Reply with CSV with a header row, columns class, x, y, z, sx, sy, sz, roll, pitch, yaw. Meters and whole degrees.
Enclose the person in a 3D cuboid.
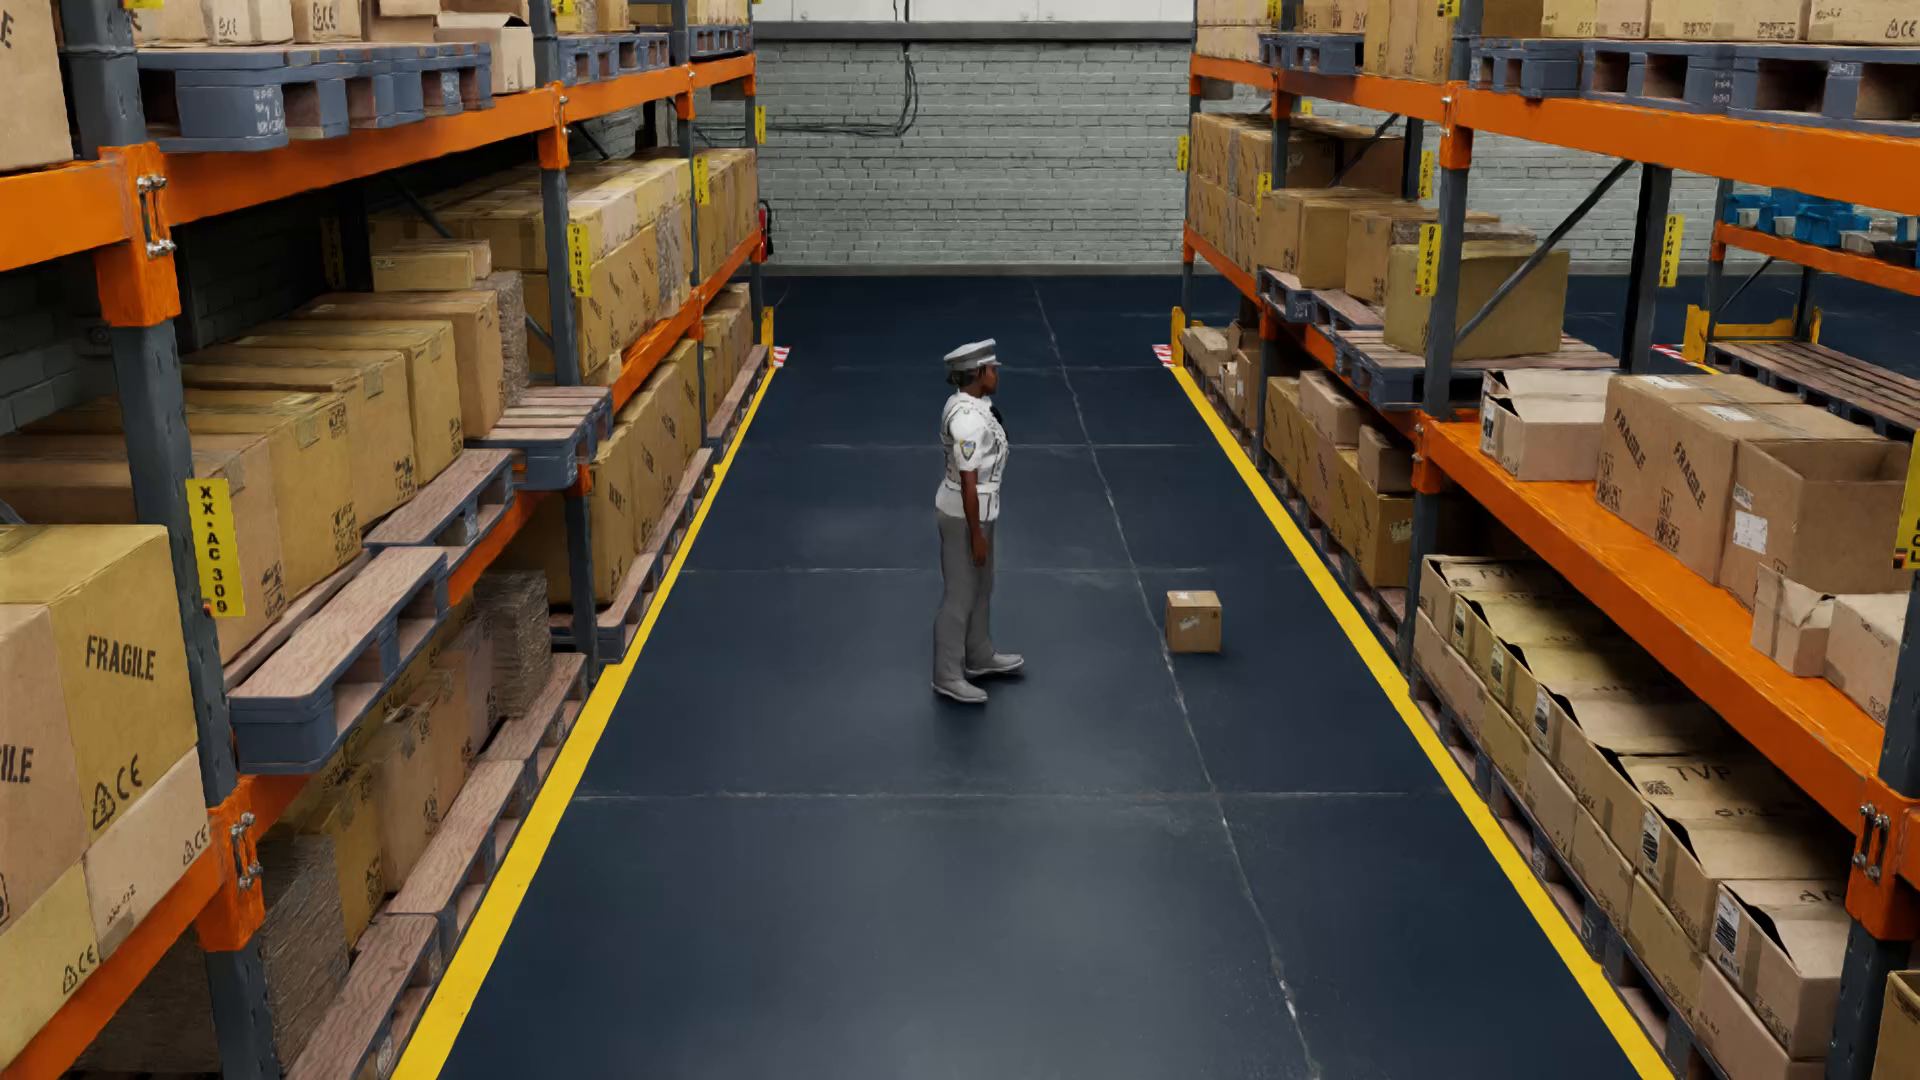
class,x,y,z,sx,sy,sz,roll,pitch,yaw
person,0.089,-0.105,7.793,0.440,1.681,0.527,1,17,2
